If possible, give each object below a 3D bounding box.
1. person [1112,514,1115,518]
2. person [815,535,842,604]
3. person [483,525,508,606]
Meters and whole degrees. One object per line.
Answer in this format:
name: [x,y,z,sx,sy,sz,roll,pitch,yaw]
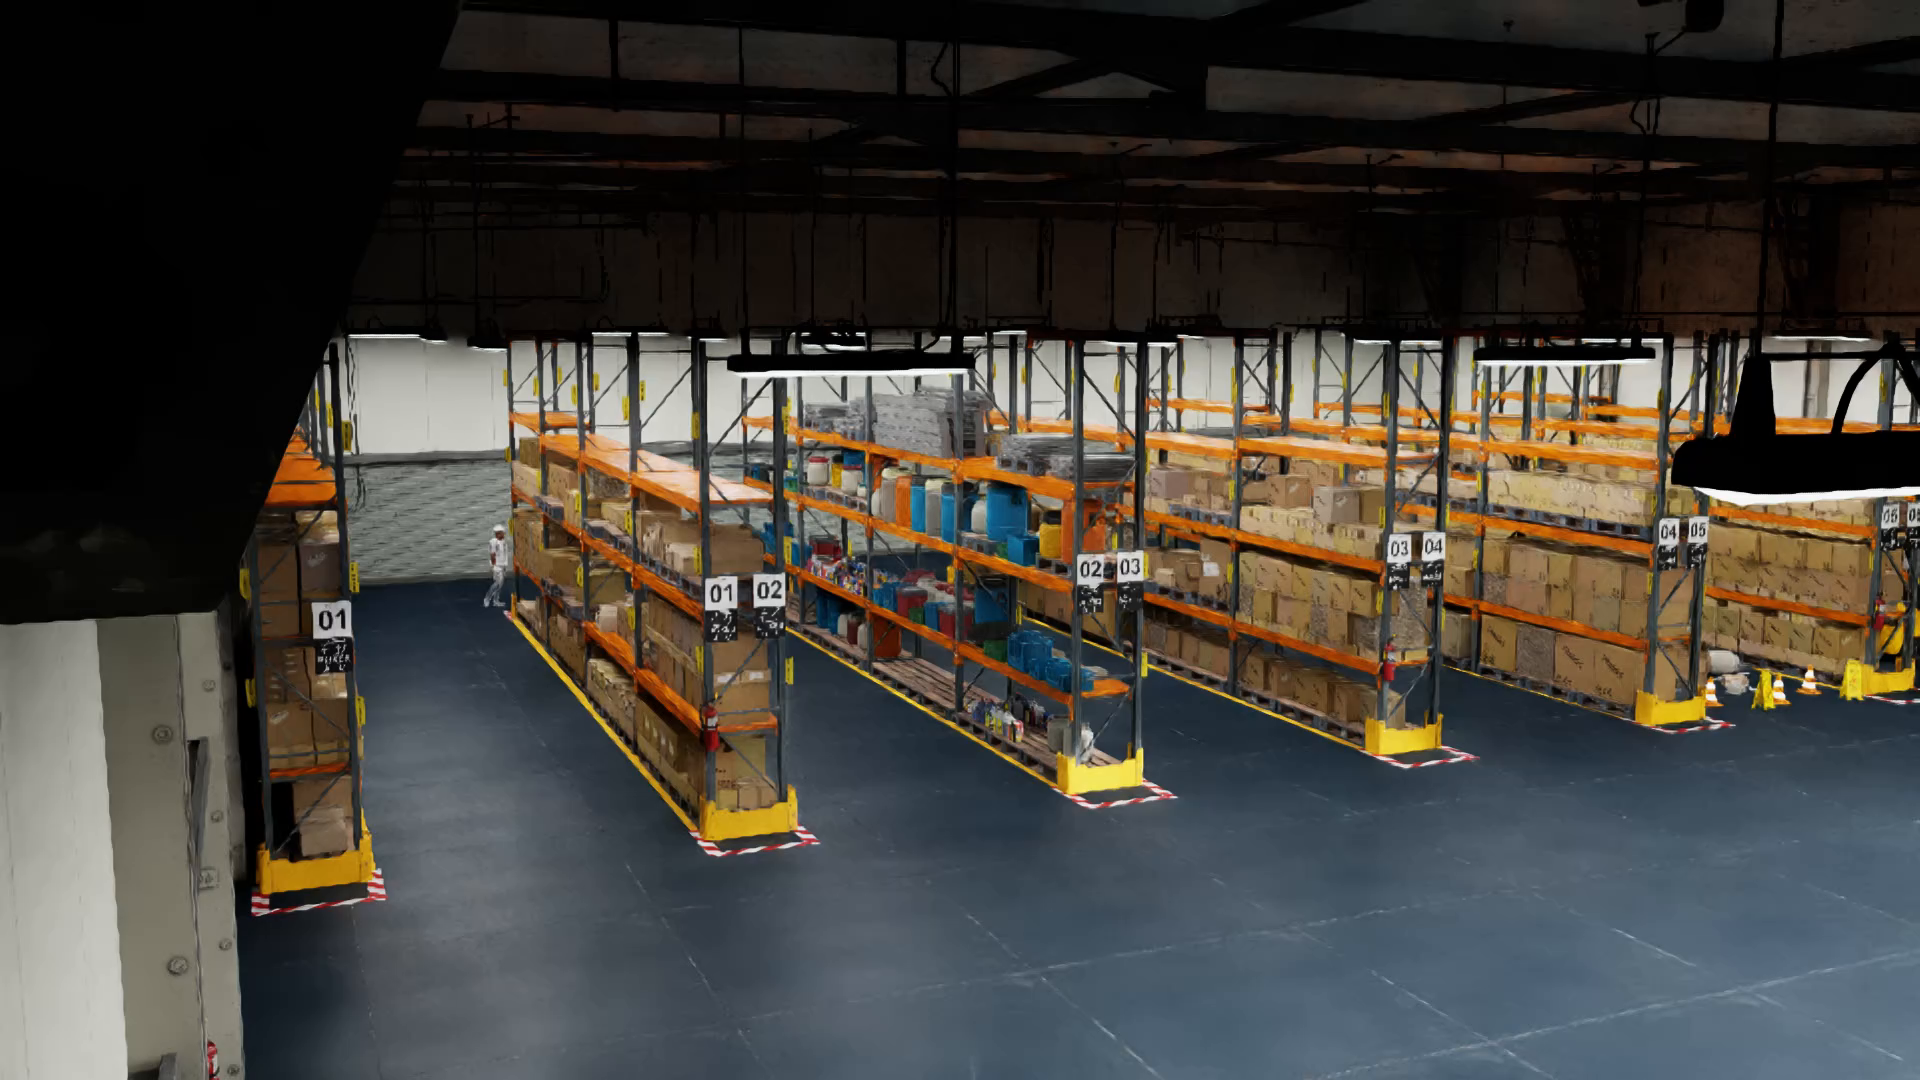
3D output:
person: [3.681,0.171,39.418,0.536,1.590,0.535,1,8,4]
person: [-2.707,0.699,35.334,0.705,1.660,0.854,-7,10,-41]
person: [-10.031,0.563,35.887,0.467,1.774,0.715,1,8,9]
